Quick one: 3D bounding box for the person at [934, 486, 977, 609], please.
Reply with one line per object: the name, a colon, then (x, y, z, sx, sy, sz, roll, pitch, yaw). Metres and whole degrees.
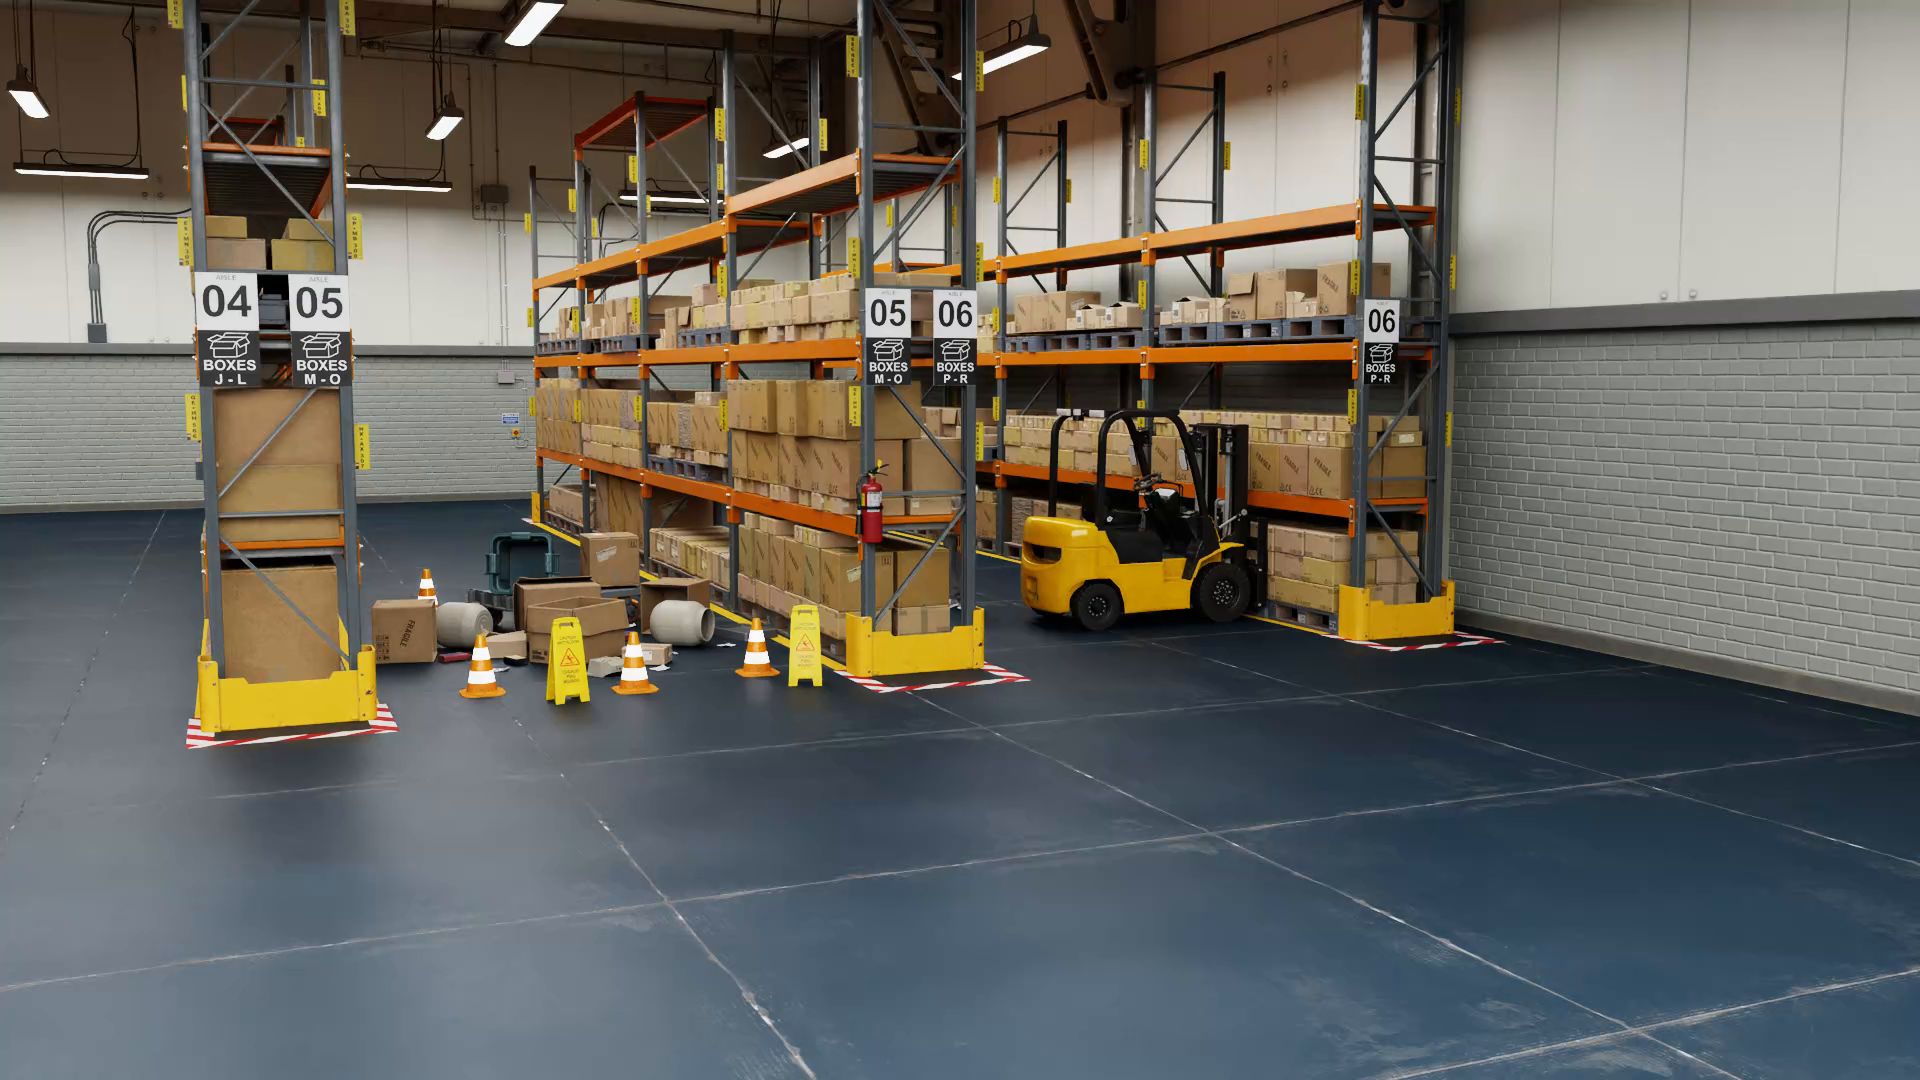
person: (-0.066, -0.053, 17.746, 0.412, 1.595, 0.486, 4, 7, 38)
